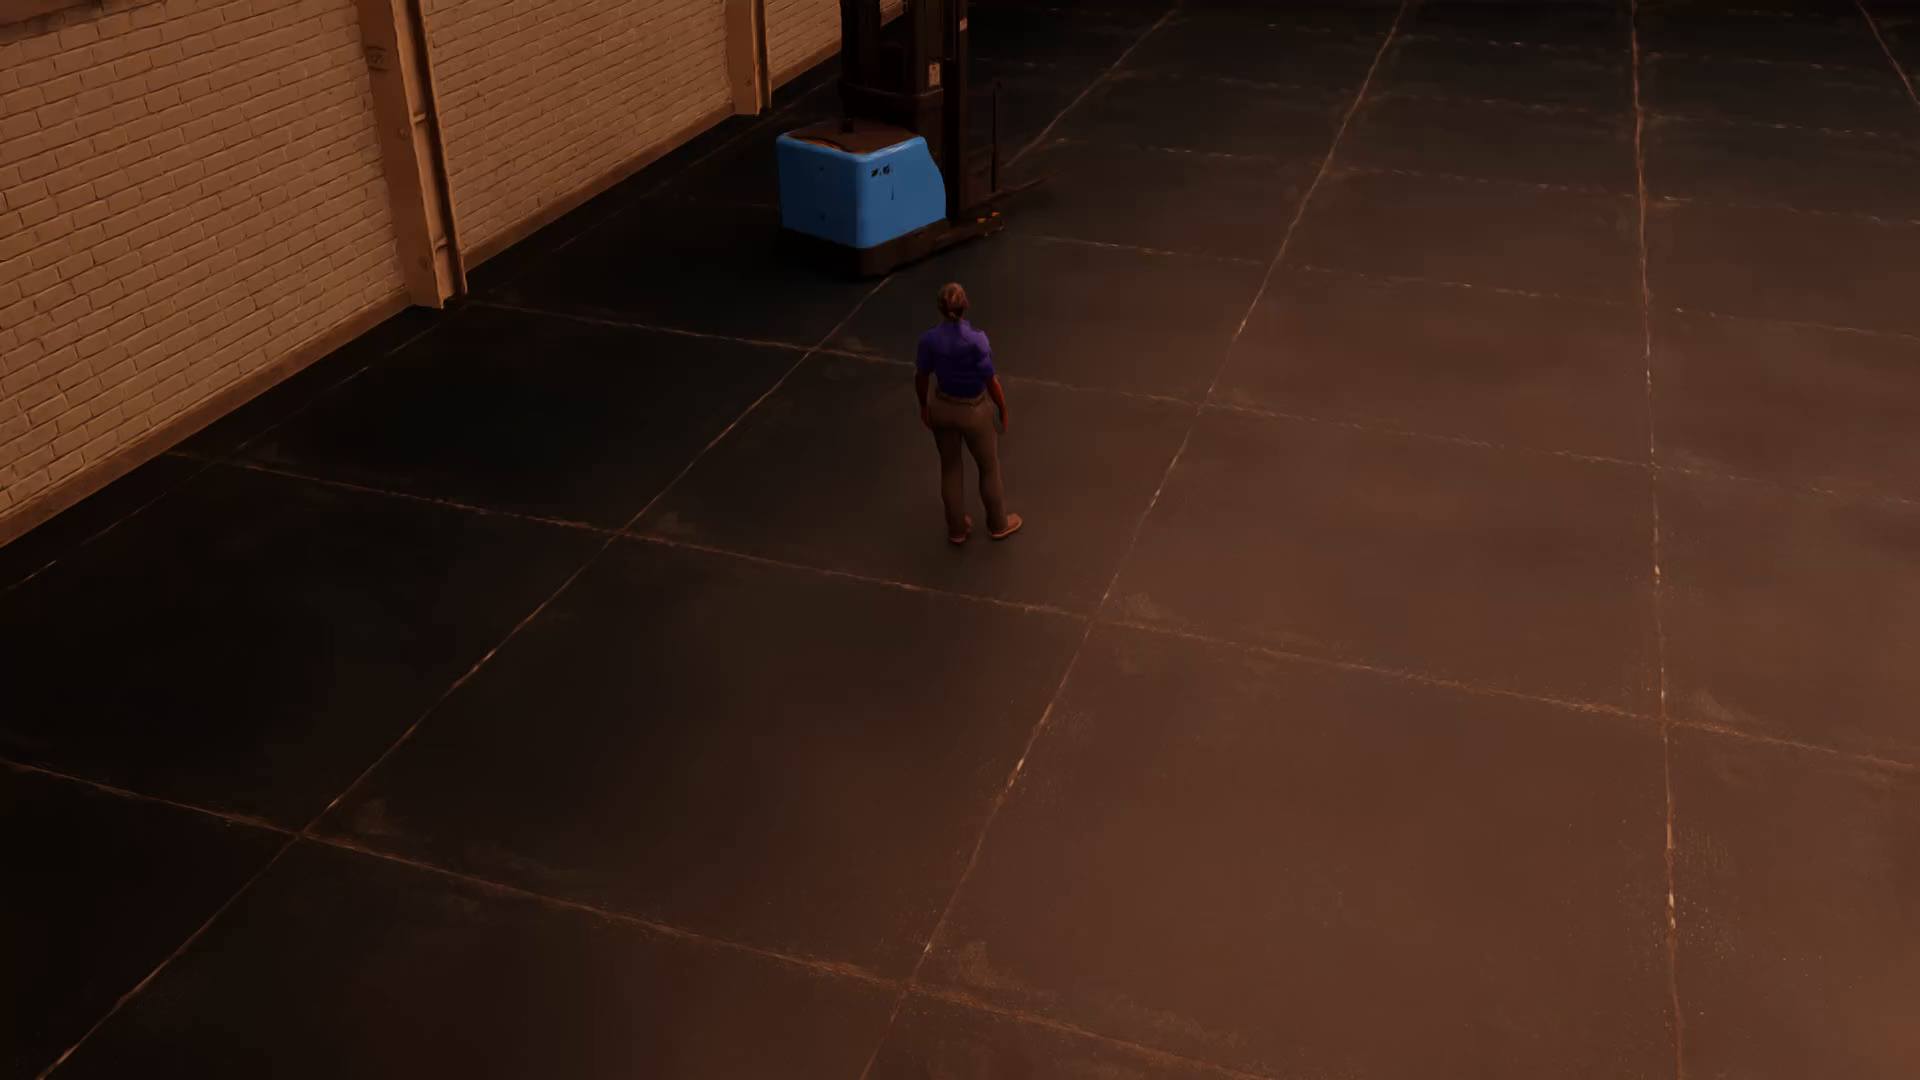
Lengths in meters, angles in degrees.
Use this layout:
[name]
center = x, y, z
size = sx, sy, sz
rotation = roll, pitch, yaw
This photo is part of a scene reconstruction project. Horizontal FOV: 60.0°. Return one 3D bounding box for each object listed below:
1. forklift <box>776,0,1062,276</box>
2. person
[forklift]
center = -0.235, -4.122, 14.368
size = 1.130, 2.935, 3.031
rotation = 22, 36, 33
[person]
center = 0.047, -0.763, 9.749
size = 0.570, 1.654, 0.503
rotation = 10, 31, 16
